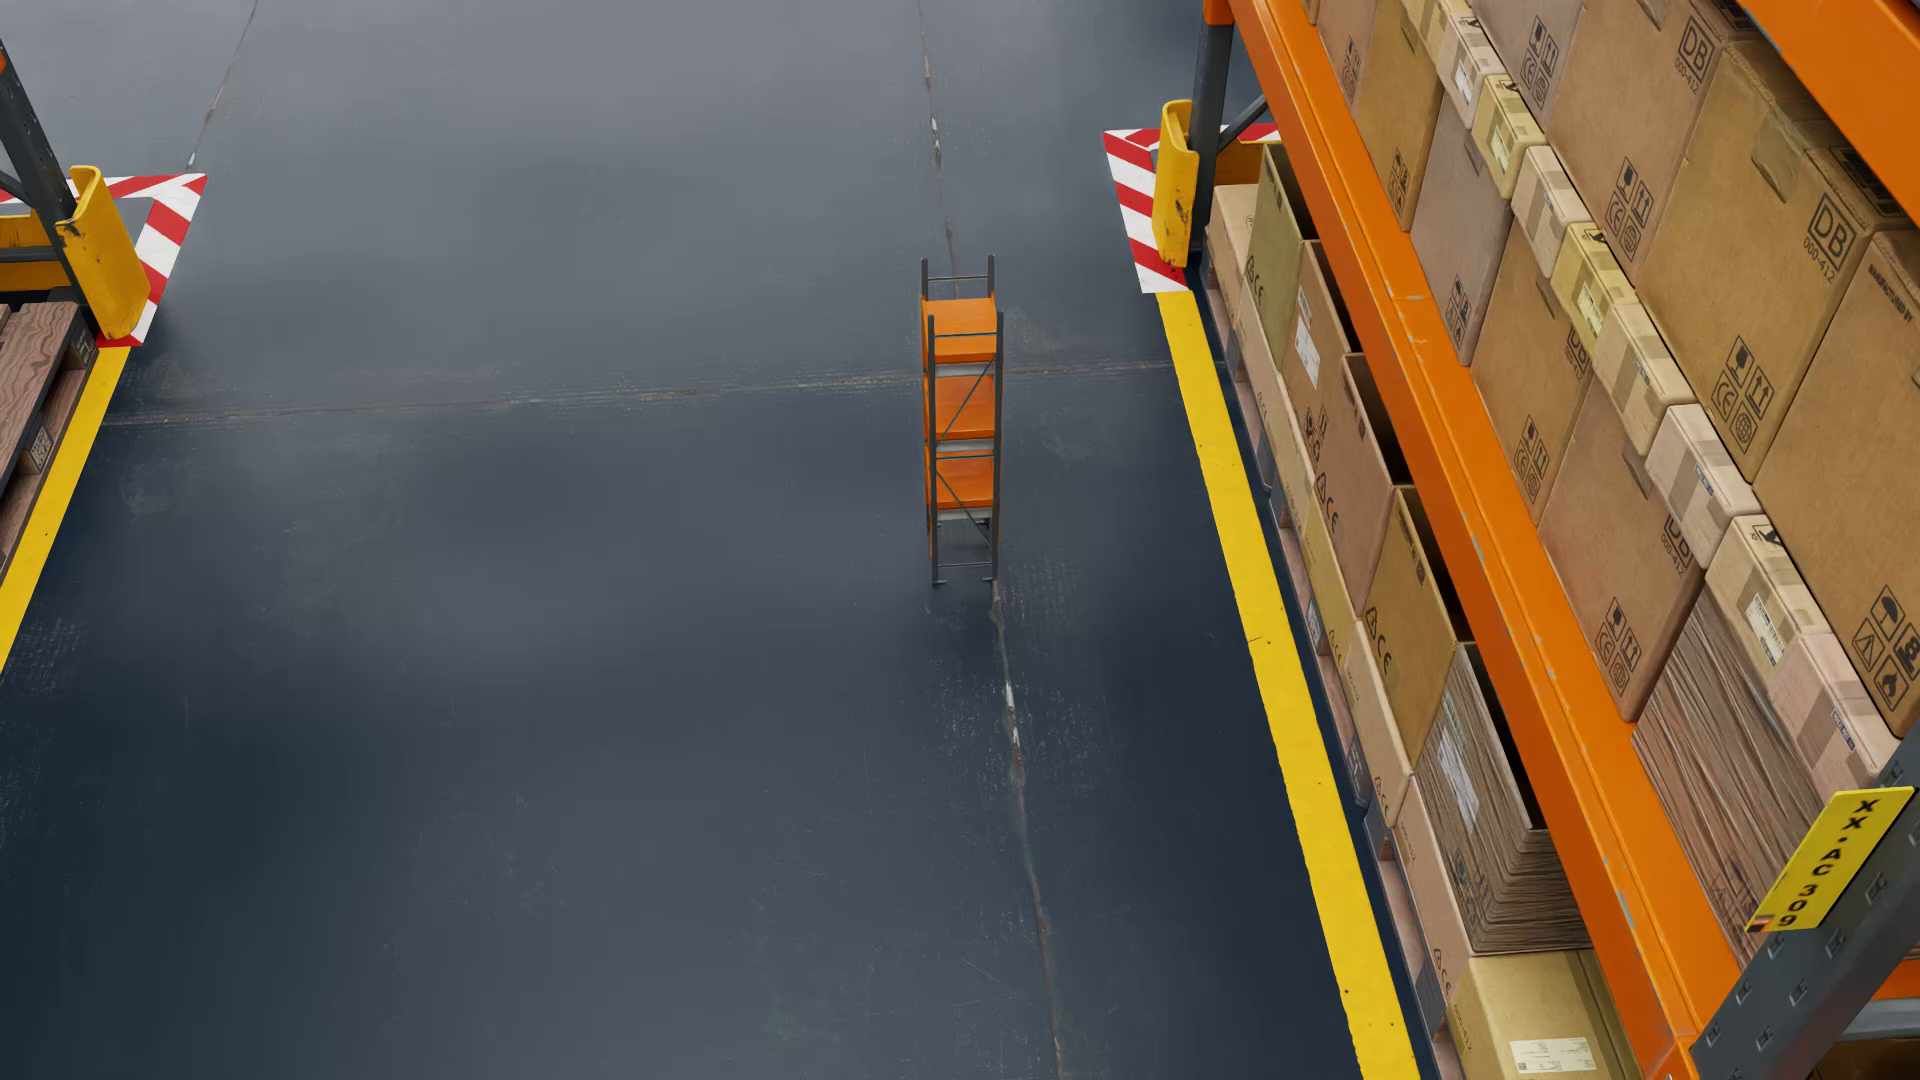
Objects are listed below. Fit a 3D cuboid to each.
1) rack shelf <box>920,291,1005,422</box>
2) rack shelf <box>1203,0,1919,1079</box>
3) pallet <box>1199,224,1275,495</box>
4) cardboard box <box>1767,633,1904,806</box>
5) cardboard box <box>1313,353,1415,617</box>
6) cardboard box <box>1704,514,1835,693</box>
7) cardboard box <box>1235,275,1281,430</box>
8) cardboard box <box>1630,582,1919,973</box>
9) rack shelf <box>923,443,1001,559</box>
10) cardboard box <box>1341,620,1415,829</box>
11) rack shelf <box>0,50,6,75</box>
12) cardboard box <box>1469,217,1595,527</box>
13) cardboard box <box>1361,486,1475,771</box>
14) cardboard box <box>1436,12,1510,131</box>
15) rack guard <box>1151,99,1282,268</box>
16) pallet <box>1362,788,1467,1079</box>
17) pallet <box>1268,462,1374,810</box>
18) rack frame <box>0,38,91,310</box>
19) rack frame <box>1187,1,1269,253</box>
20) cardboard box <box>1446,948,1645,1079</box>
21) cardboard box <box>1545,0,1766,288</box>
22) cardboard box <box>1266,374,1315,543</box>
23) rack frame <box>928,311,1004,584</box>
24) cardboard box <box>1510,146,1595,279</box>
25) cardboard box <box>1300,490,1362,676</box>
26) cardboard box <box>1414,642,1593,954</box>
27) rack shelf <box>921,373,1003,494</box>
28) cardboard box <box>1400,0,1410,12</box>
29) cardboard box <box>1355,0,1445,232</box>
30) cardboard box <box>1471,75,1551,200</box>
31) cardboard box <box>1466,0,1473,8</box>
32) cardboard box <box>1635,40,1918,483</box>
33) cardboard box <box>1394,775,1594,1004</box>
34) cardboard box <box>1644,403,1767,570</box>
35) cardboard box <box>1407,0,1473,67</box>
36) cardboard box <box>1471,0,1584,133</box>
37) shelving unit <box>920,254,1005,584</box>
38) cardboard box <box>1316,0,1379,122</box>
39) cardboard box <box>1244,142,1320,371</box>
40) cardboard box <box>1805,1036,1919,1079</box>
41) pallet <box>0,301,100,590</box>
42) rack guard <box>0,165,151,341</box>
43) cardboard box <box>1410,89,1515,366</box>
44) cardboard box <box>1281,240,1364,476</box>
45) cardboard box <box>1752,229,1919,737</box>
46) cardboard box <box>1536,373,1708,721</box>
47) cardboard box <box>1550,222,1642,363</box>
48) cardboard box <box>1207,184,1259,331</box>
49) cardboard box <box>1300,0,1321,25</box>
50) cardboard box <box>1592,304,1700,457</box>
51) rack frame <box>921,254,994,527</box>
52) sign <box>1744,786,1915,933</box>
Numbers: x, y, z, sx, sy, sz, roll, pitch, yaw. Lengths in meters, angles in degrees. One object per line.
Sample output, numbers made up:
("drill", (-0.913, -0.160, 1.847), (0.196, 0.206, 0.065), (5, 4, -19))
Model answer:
("rack shelf", (0.004, -0.510, 4.634), (0.215, 0.259, 0.240), (-3, 47, -3))
("rack shelf", (1.498, -0.493, 4.147), (1.077, 0.370, 4.000), (-3, 47, -3))
("pallet", (1.437, -0.678, 5.747), (1.003, 0.211, 1.213), (-3, 47, -3))
("cardboard box", (1.430, 0.265, 2.417), (0.380, 0.149, 0.250), (-4, 47, -3))
("cardboard box", (1.277, -0.158, 4.421), (0.500, 0.500, 0.500), (-3, 47, -3))
("cardboard box", (1.411, 0.086, 2.587), (0.380, 0.149, 0.250), (-4, 47, -4))
("cardboard box", (1.200, -0.624, 5.379), (0.500, 0.250, 0.500), (-3, 47, -3))
("cardboard box", (1.622, 0.351, 2.783), (0.700, 0.500, 0.500), (-5, 47, -4))
("rack shelf", (0.004, -0.124, 5.042), (0.215, 0.259, 0.240), (-3, 47, -3))
("cardboard box", (1.321, 0.462, 4.351), (0.500, 0.250, 0.500), (-3, 47, -3))
("rack shelf", (-3.438, -0.195, 3.864), (1.077, 0.370, 4.000), (-3, 47, -3))
("cardboard box", (1.534, -0.393, 3.488), (0.700, 0.500, 0.500), (-3, 47, -3))
("cardboard box", (1.333, 0.203, 4.080), (0.500, 0.500, 0.500), (-3, 47, -3))
("cardboard box", (1.277, -1.036, 3.650), (0.380, 0.149, 0.250), (-3, 47, -3))
("rack guard", (1.329, -1.346, 6.180), (1.175, 0.500, 0.348), (-3, 47, -3))
("pallet", (1.641, 1.087, 4.075), (1.003, 0.211, 1.213), (-3, 47, -3))
("pallet", (1.536, 0.202, 4.913), (1.003, 0.211, 1.213), (-3, 47, -3))
("rack frame", (-3.605, -1.889, 4.973), (1.000, 3.000, 0.127), (-3, 47, -3))
("rack frame", (1.331, -2.188, 5.256), (1.000, 3.000, 0.127), (-3, 47, -3))
("cardboard box", (1.409, 1.185, 3.666), (0.500, 0.250, 0.500), (-3, 47, -3))
("cardboard box", (1.538, -0.823, 3.001), (0.700, 0.500, 0.500), (-4, 47, -3))
("cardboard box", (1.241, -0.262, 5.037), (0.500, 0.250, 0.500), (-3, 47, -3))
("rack frame", (0.015, -0.234, 4.749), (0.200, 1.050, 0.008), (-3, 47, -3))
("cardboard box", (1.325, -0.654, 3.287), (0.380, 0.149, 0.250), (-2, 47, -2))
("cardboard box", (1.278, 0.100, 4.694), (0.500, 0.250, 0.500), (-3, 47, -3))
("cardboard box", (1.379, 0.565, 3.737), (0.500, 0.500, 0.500), (-3, 47, -3))
("rack shelf", (0.004, -0.315, 4.840), (0.215, 0.259, 0.240), (-3, 47, -3))
("cardboard box", (1.237, -1.401, 3.996), (0.380, 0.149, 0.250), (-5, 47, -5))
("cardboard box", (1.442, -1.144, 4.199), (0.700, 0.500, 0.500), (-3, 47, -3))
("cardboard box", (1.300, -0.846, 3.469), (0.380, 0.149, 0.250), (-2, 47, -2))
("cardboard box", (1.454, -1.547, 3.686), (0.700, 0.500, 0.500), (-3, 47, -3))
("cardboard box", (1.579, -0.460, 2.658), (0.700, 0.500, 0.500), (-4, 47, -3))
("cardboard box", (1.377, 0.823, 4.009), (0.500, 0.250, 0.500), (-3, 47, -3))
("cardboard box", (1.386, -0.103, 2.766), (0.380, 0.149, 0.250), (-5, 47, -4))
("cardboard box", (1.259, -1.217, 3.821), (0.380, 0.149, 0.250), (-4, 47, -4))
("cardboard box", (1.496, -1.184, 3.343), (0.700, 0.500, 0.500), (-3, 47, -3))
("shelving unit", (0.004, -0.322, 4.832), (0.215, 1.050, 0.252), (-3, 47, -3))
("cardboard box", (1.406, -1.504, 4.540), (0.700, 0.500, 0.500), (-2, 47, -2))
("cardboard box", (1.198, -0.881, 5.107), (0.500, 0.500, 0.500), (-3, 47, -3))
("cardboard box", (1.939, 0.895, 3.425), (0.500, 0.500, 0.500), (-3, 47, -3))
("pallet", (-3.489, -0.290, 5.380), (1.003, 0.211, 1.213), (-3, 47, -3))
("rack guard", (-3.552, -0.978, 5.832), (1.175, 0.500, 0.348), (-3, 47, -3))
("cardboard box", (1.490, -0.764, 3.838), (0.700, 0.500, 0.500), (-2, 47, -2))
("cardboard box", (1.253, -0.520, 4.765), (0.500, 0.500, 0.500), (-3, 47, -3))
("cardboard box", (1.622, -0.095, 2.312), (0.700, 0.500, 0.500), (-3, 47, -3))
("cardboard box", (1.572, -0.030, 3.144), (0.700, 0.500, 0.500), (-4, 47, -4))
("cardboard box", (1.346, -0.471, 3.115), (0.380, 0.149, 0.250), (-4, 47, -3))
("cardboard box", (1.154, -0.985, 5.722), (0.500, 0.250, 0.500), (-3, 47, -3))
("cardboard box", (1.357, -1.884, 4.899), (0.700, 0.500, 0.500), (-3, 47, -3))
("cardboard box", (1.363, -0.293, 2.946), (0.380, 0.149, 0.250), (-4, 47, -3))
("rack frame", (-0.006, -0.411, 4.916), (0.200, 1.050, 0.008), (-3, 47, -3))
("sign", (1.113, 0.416, 2.139), (0.100, 0.325, 0.005), (-3, 47, -3))
